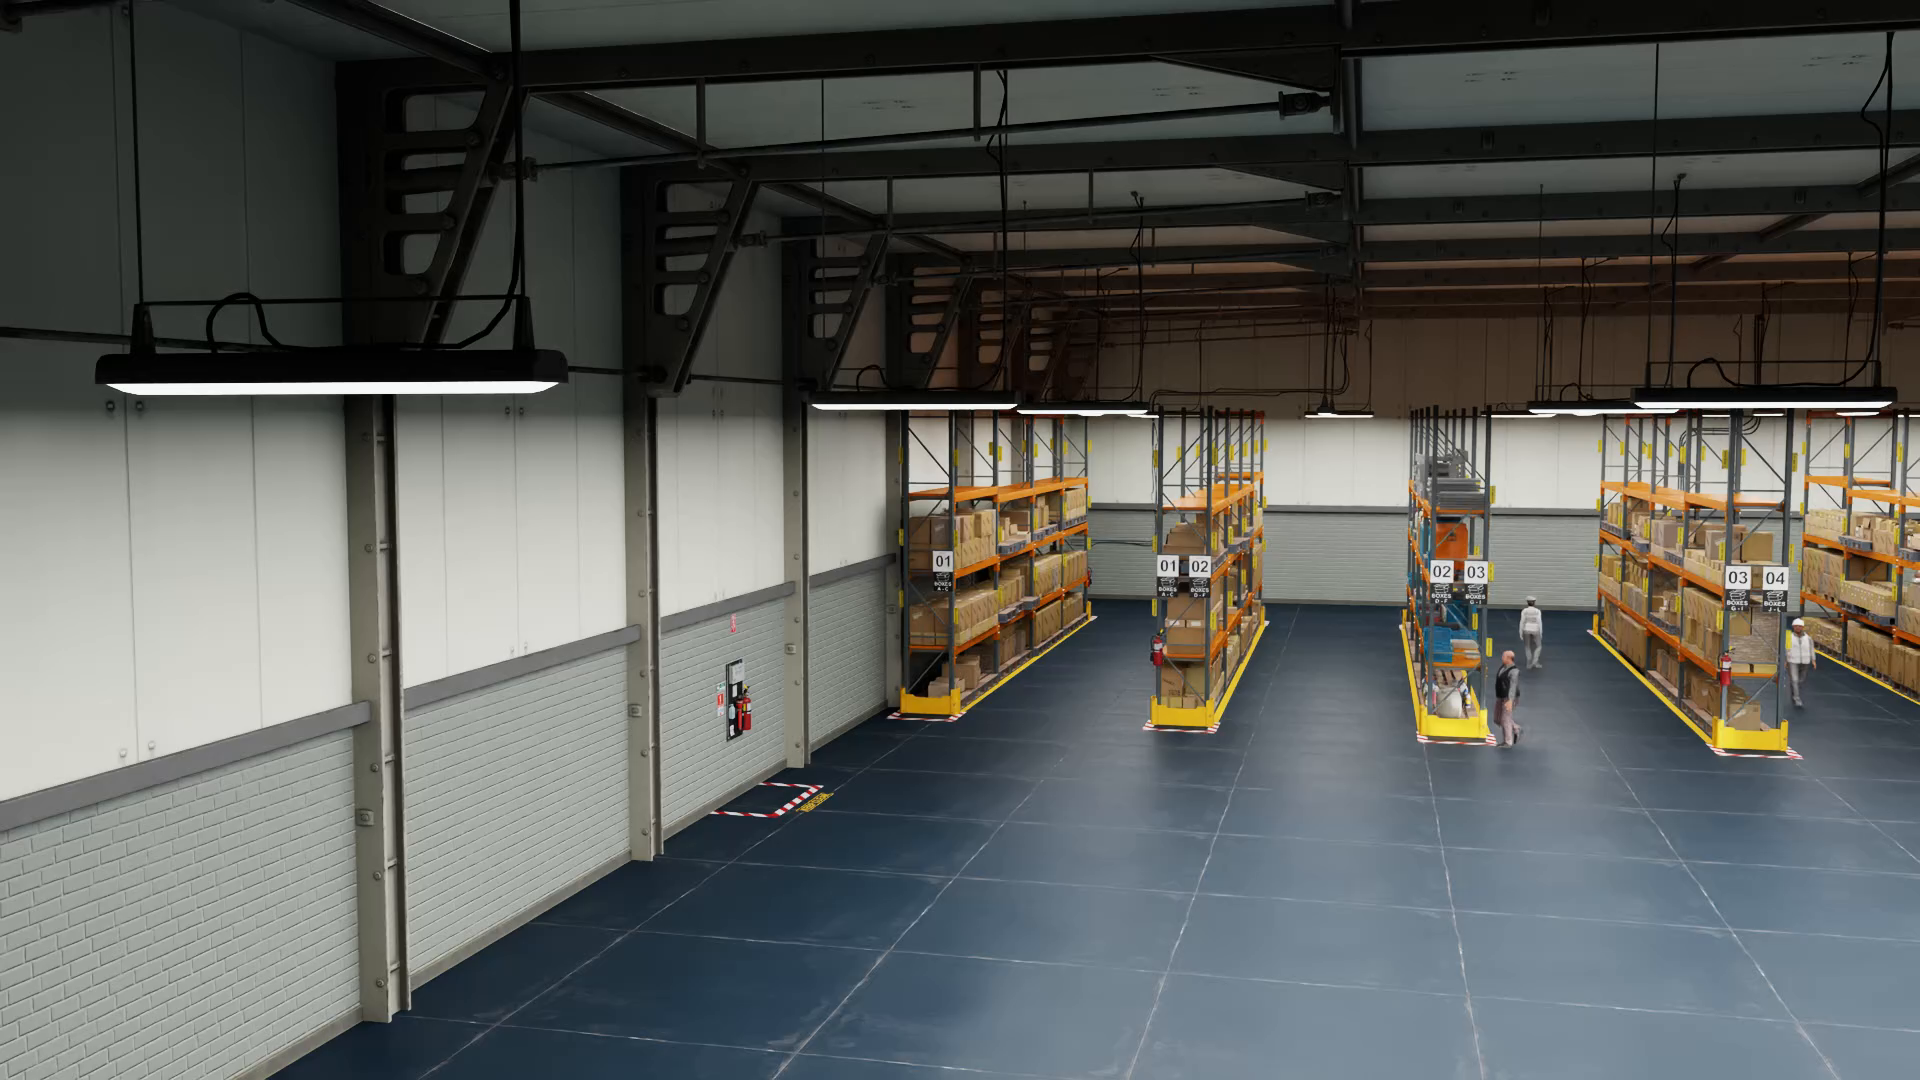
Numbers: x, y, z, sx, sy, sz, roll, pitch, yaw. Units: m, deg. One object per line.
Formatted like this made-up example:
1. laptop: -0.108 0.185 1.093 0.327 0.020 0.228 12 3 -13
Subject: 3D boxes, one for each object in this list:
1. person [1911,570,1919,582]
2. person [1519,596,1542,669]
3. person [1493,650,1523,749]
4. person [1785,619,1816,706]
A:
1. person: 26.176 1.596 45.336 0.986 1.727 0.535 0 4 7
2. person: 13.158 2.143 38.319 0.518 1.667 0.497 1 4 20
3. person: 9.611 2.771 29.076 0.617 1.701 0.593 -1 4 -13
4. person: 16.832 2.449 33.328 0.566 1.725 0.997 1 4 10
